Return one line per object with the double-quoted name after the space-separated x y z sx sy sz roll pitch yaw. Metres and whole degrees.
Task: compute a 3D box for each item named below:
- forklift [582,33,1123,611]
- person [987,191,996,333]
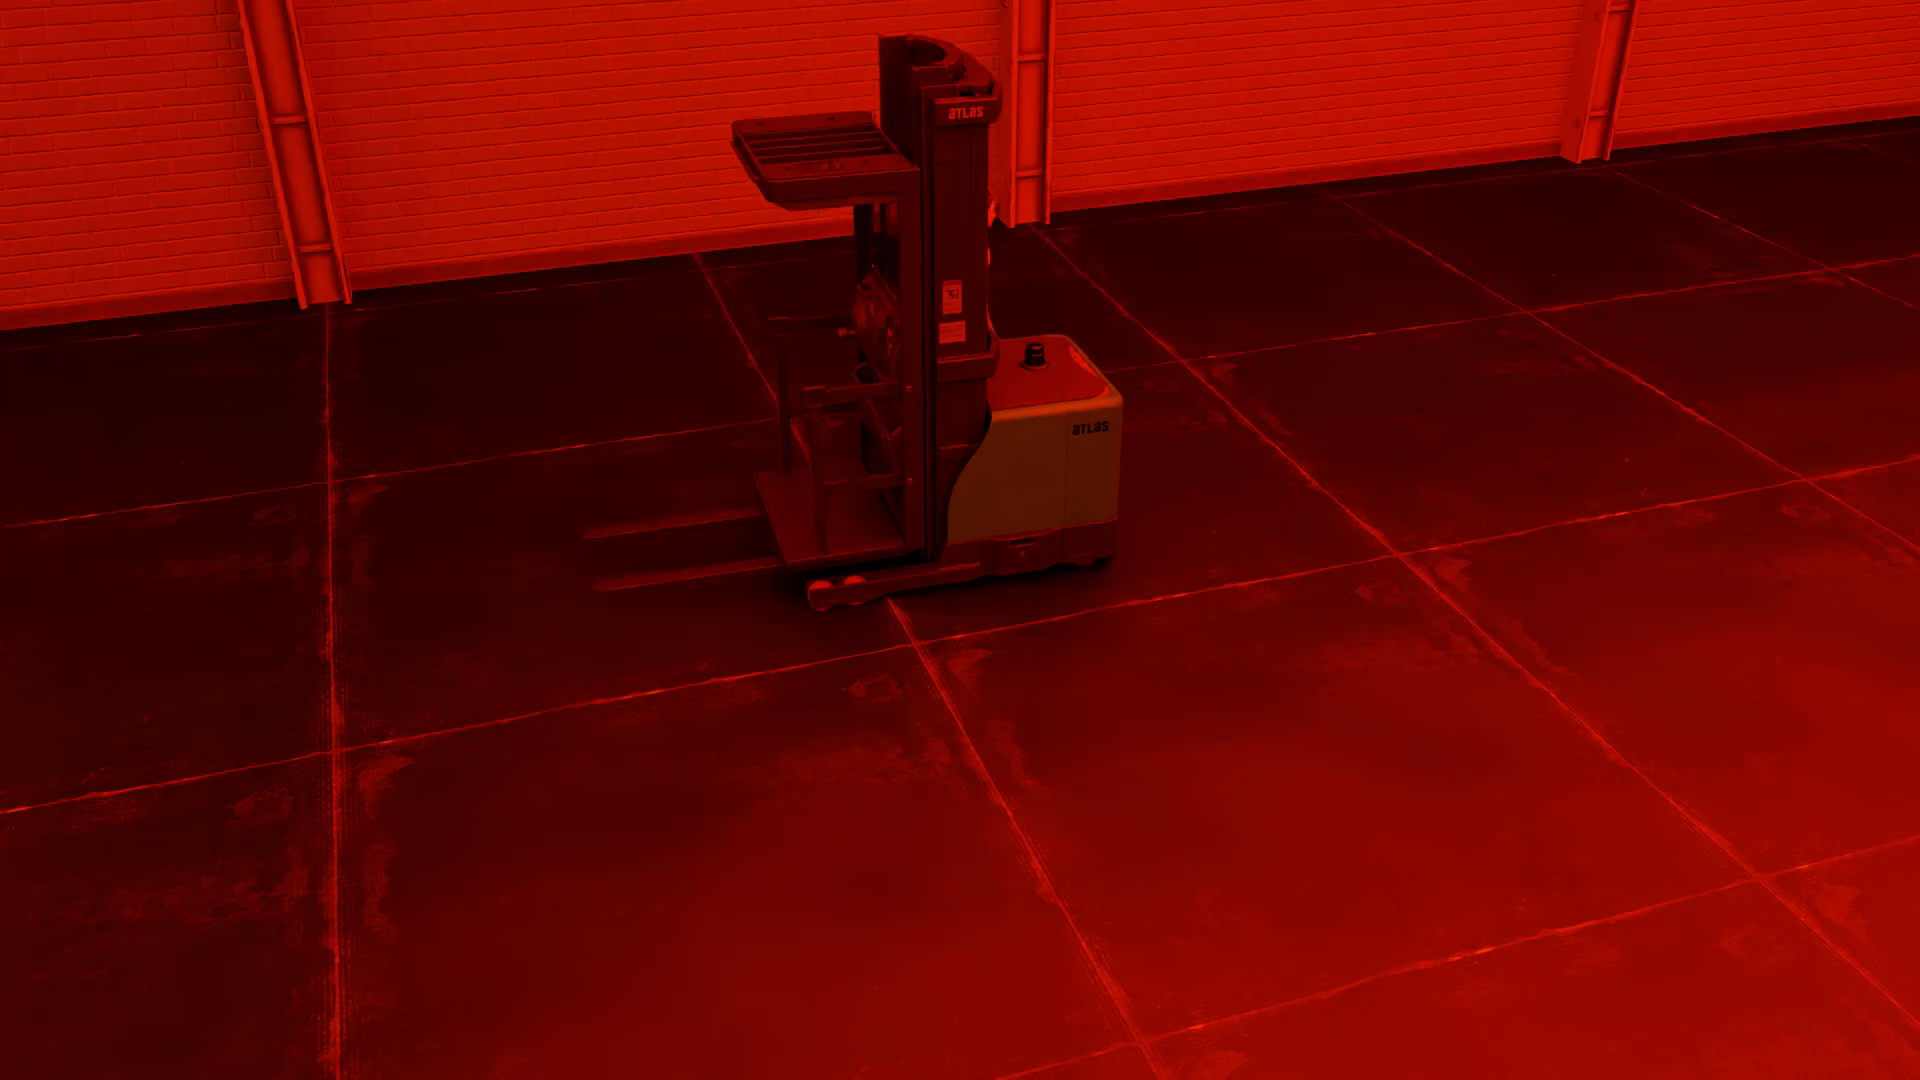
-0.646 -1.166 9.113 3.031 2.935 1.130 -8 31 -14 "forklift"
0.032 -1.543 11.080 0.390 1.645 0.779 4 30 7 "person"
